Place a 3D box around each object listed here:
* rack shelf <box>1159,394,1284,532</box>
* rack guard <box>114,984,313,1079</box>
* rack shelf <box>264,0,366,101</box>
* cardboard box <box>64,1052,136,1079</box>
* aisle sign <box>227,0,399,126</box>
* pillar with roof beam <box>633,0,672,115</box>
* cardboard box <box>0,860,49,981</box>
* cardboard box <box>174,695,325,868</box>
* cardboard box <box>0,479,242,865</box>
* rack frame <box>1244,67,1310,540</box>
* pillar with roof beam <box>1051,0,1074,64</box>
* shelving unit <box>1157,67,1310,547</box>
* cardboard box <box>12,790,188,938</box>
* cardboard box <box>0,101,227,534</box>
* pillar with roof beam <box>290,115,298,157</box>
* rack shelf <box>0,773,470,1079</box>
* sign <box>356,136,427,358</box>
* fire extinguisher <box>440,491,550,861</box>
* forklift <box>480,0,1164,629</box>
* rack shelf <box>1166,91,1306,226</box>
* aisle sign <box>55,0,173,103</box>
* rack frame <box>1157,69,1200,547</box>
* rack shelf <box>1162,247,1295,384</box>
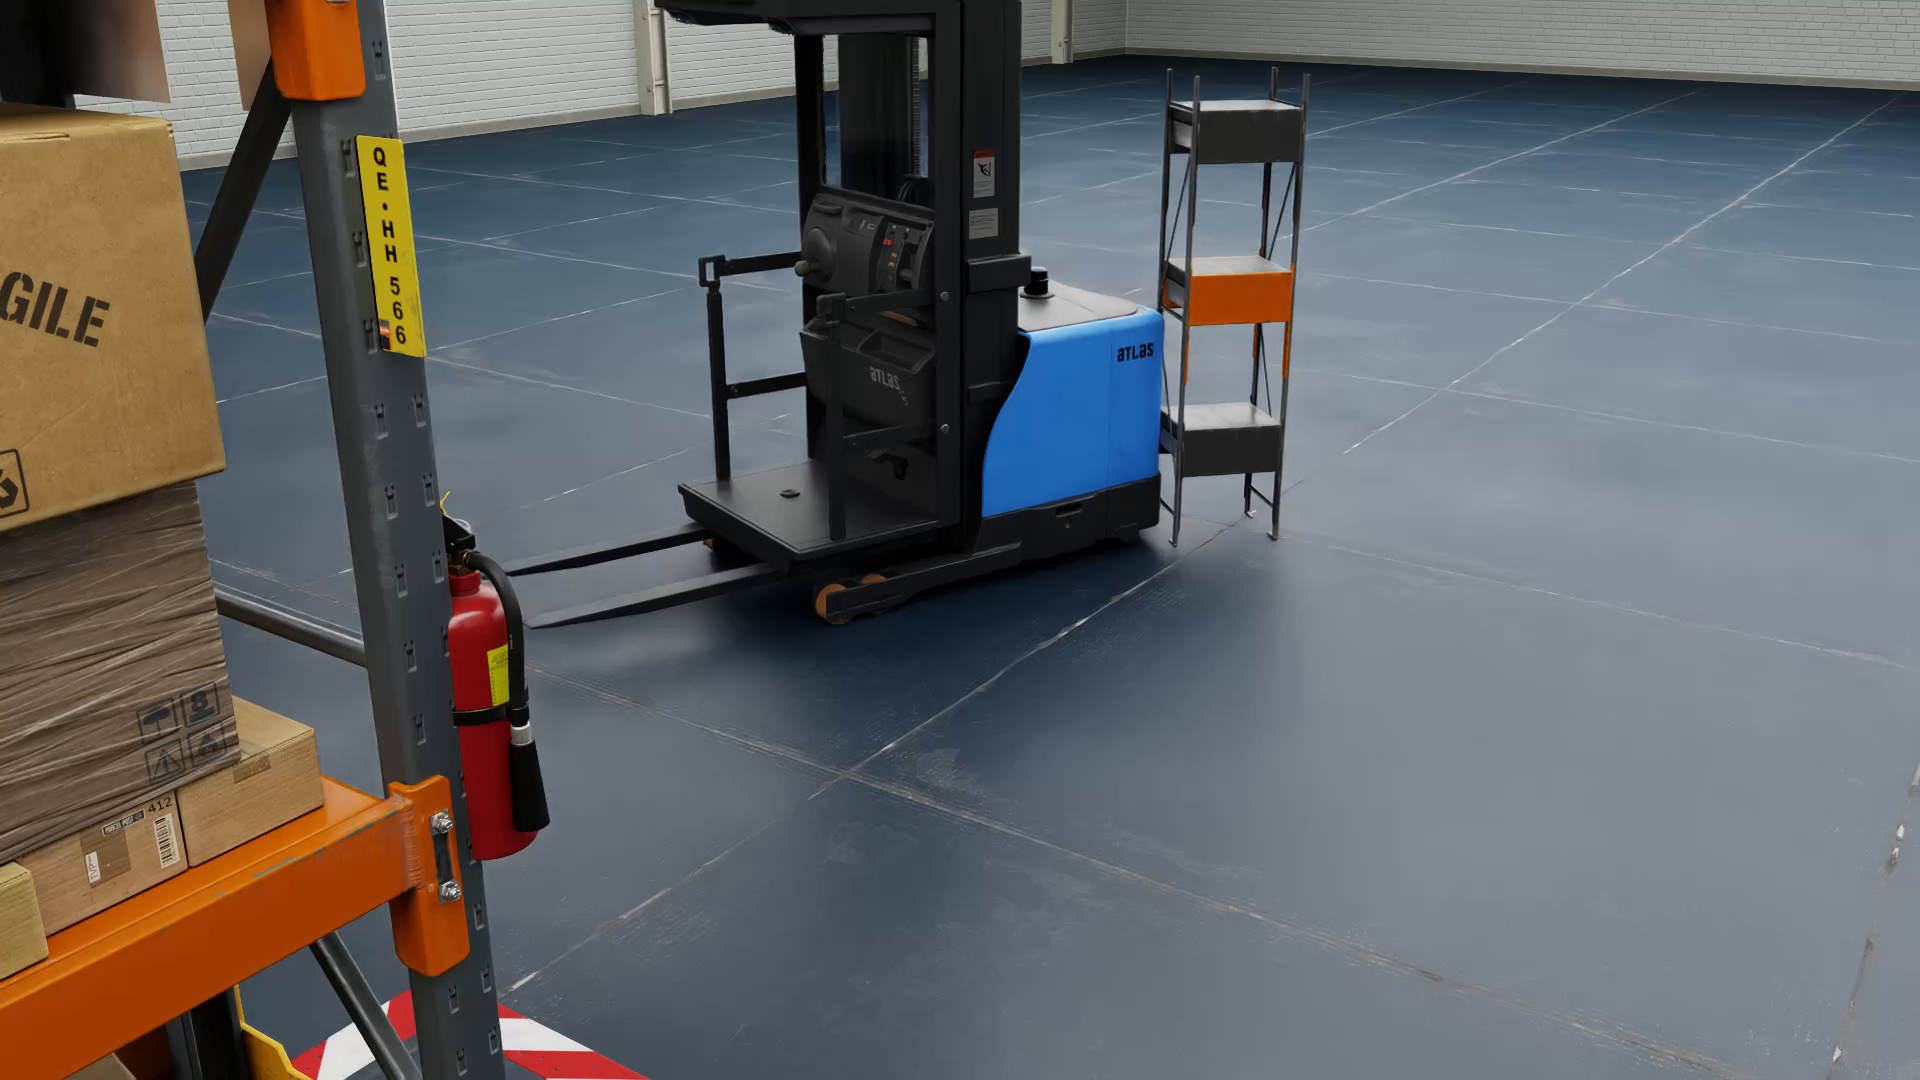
[{"bbox_3d":[1.197,-0.367,7.786,0.480,0.518,0.431,-4,21,-11],"label":"rack shelf"},{"bbox_3d":[-1.347,1.332,3.444,1.175,0.500,0.348,13,24,32],"label":"rack guard"},{"bbox_3d":[-2.428,-0.358,1.123,1.077,0.370,4.000,13,24,32],"label":"rack shelf"},{"bbox_3d":[-1.669,1.289,2.955,0.500,0.500,0.500,19,28,42],"label":"cardboard box"},{"bbox_3d":[-1.021,-1.041,2.508,0.394,0.787,0.004,13,24,32],"label":"aisle sign"},{"bbox_3d":[-1.065,-9.877,21.495,9.100,9.000,0.400,13,24,32],"label":"pillar with roof beam"},{"bbox_3d":[-1.532,0.531,2.369,0.380,0.149,0.250,13,24,32],"label":"cardboard box"},{"bbox_3d":[-1.293,0.377,2.783,0.380,0.149,0.250,13,24,32],"label":"cardboard box"},{"bbox_3d":[-1.636,0.104,2.588,0.875,0.500,0.500,13,24,32],"label":"cardboard box"},{"bbox_3d":[1.436,-1.053,7.584,0.015,2.100,0.400,-4,21,-11],"label":"rack frame"},{"bbox_3d":[5.681,-13.320,30.803,9.100,9.000,0.400,13,24,32],"label":"pillar with roof beam"},{"bbox_3d":[1.197,-1.036,7.539,0.503,2.100,0.431,-4,21,-11],"label":"shelving unit"},{"bbox_3d":[-1.434,0.449,2.590,0.380,0.149,0.250,13,24,32],"label":"cardboard box"},{"bbox_3d":[-1.409,-0.312,2.270,0.500,0.500,0.500,13,24,32],"label":"cardboard box"},{"bbox_3d":[-4.438,-8.155,16.841,9.100,9.000,0.400,13,24,32],"label":"pillar with roof beam"},{"bbox_3d":[-2.428,1.049,1.643,1.077,0.370,4.000,13,24,32],"label":"rack shelf"},{"bbox_3d":[-0.856,-0.440,2.506,0.100,0.325,0.005,13,24,32],"label":"sign"},{"bbox_3d":[-0.858,0.231,2.929,0.296,0.674,0.183,13,24,32],"label":"fire extinguisher"},{"bbox_3d":[-0.565,-1.233,6.873,3.031,2.935,1.130,-14,24,-33],"label":"forklift"},{"bbox_3d":[1.197,-1.680,7.302,0.480,0.518,0.431,-4,21,-11],"label":"rack shelf"},{"bbox_3d":[-1.517,-1.158,2.825,0.394,0.787,0.004,13,24,32],"label":"aisle sign"},{"bbox_3d":[0.958,-1.019,7.494,0.015,2.100,0.400,-4,21,-11],"label":"rack frame"},{"bbox_3d":[1.197,-1.023,7.544,0.480,0.518,0.431,-4,21,-11],"label":"rack shelf"}]
